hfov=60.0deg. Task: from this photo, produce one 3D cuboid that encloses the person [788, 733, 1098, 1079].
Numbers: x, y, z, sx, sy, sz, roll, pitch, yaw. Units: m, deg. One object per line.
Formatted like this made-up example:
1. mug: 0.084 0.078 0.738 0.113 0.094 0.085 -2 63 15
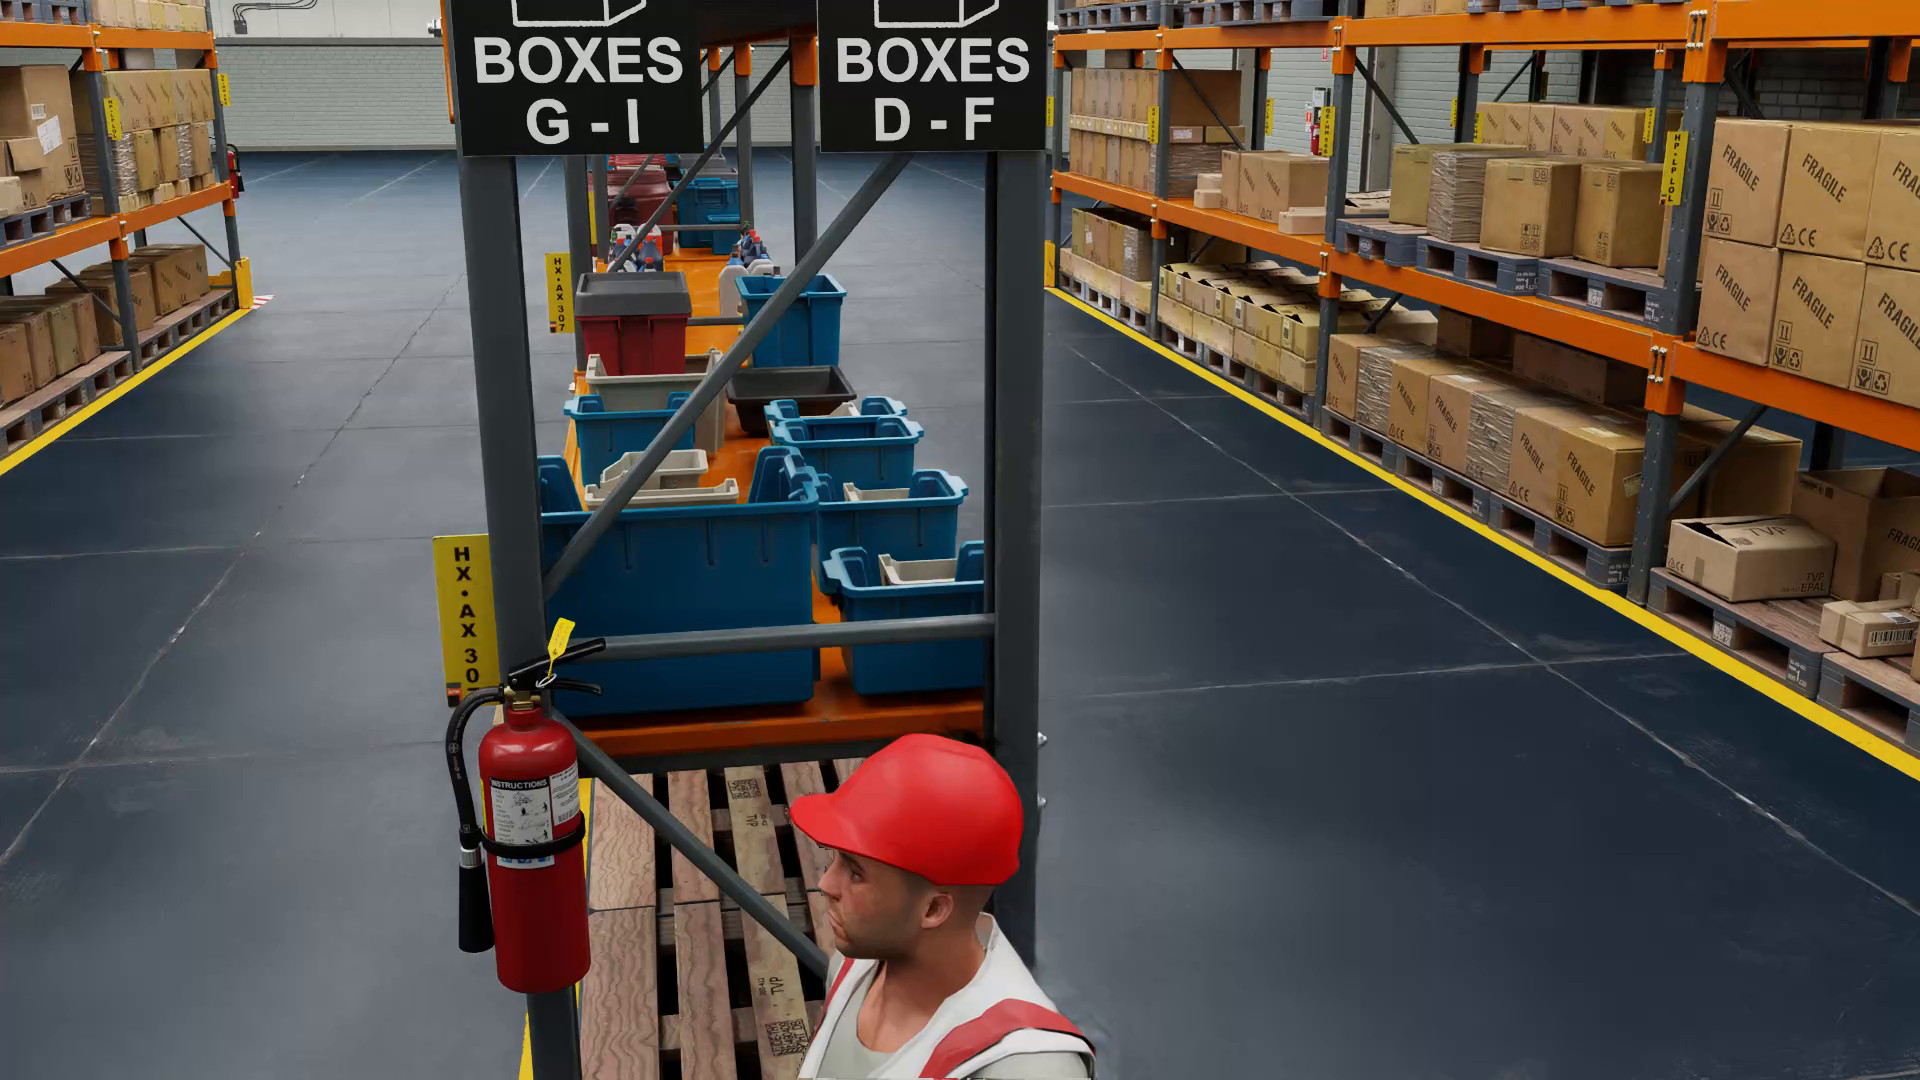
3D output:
1. person: -0.123 1.114 2.140 0.783 1.799 0.588 -6 17 -21
